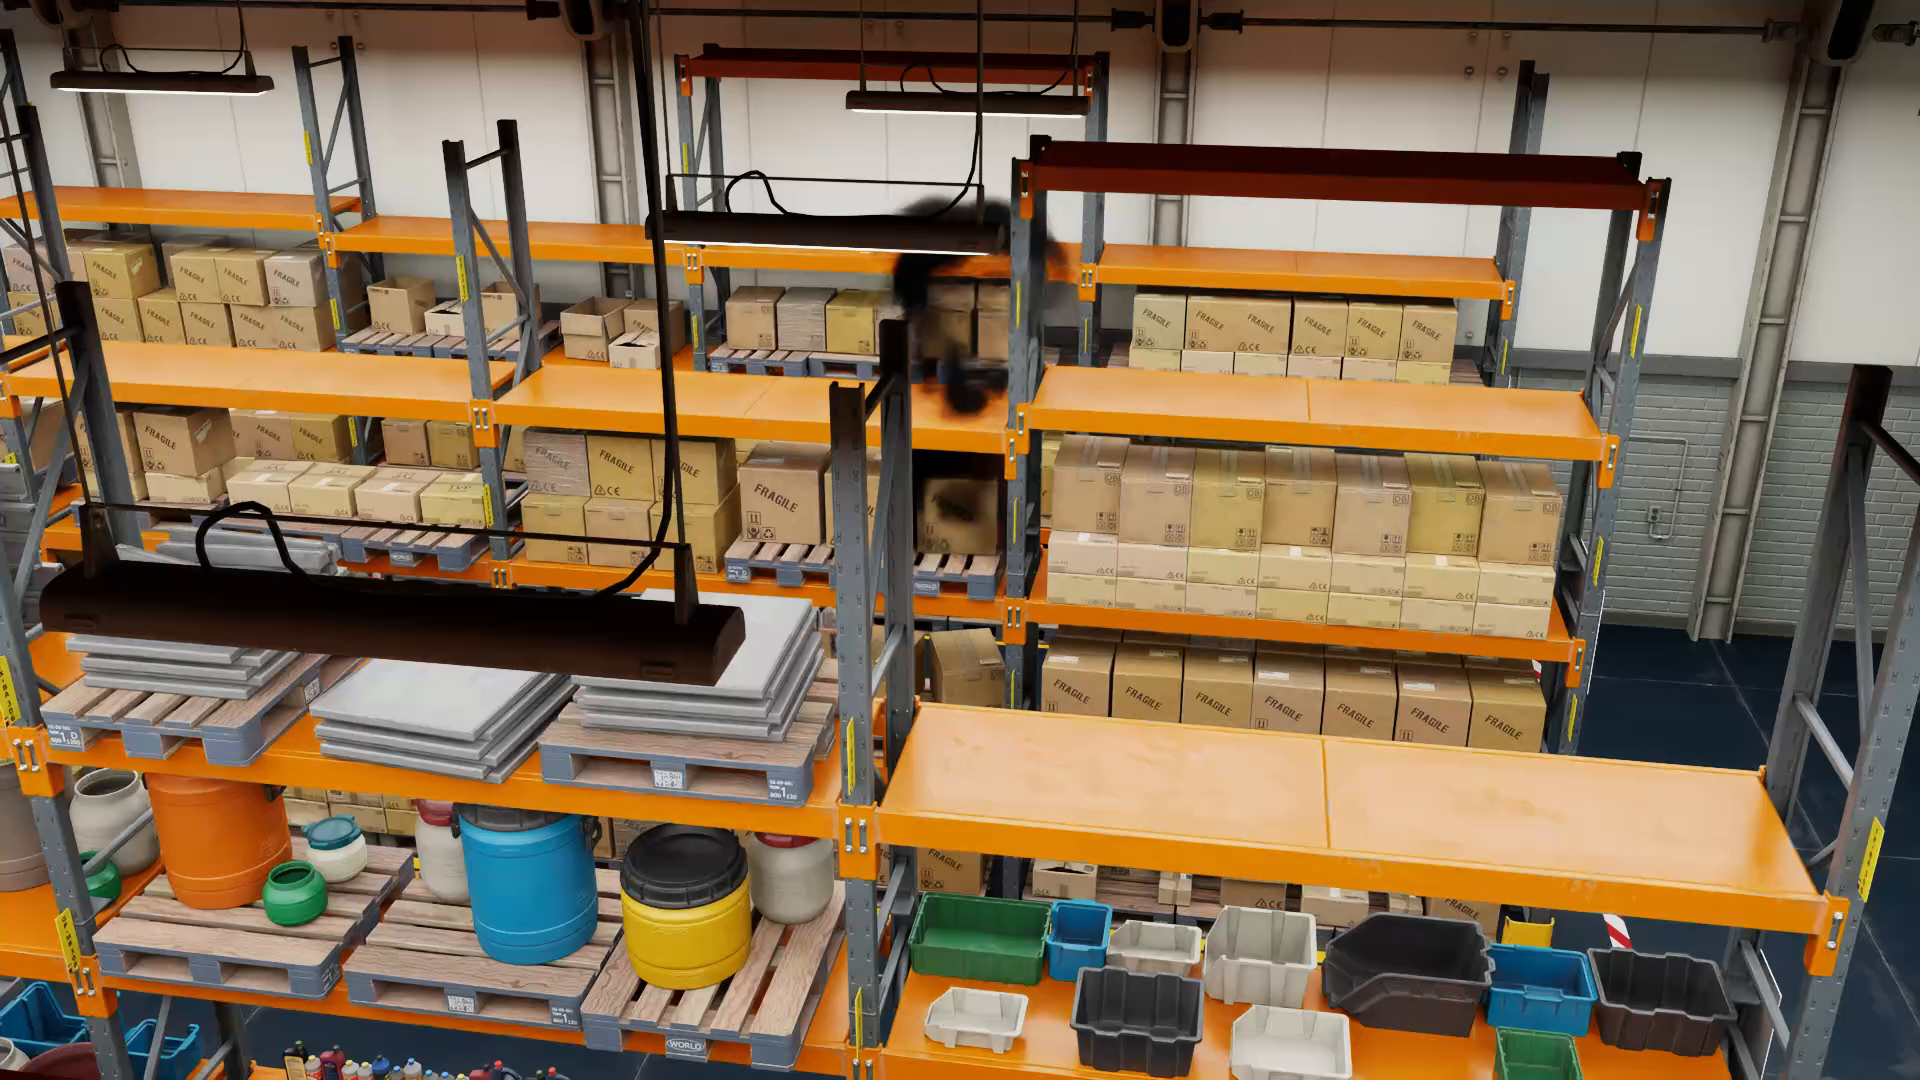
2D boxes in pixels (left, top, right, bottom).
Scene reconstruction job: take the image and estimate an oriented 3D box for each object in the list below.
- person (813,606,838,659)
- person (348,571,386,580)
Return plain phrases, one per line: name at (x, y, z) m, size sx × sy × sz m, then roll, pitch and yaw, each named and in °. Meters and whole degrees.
person at (-1.112, 0.984, 15.776) m, size 0.933 × 1.792 × 0.650 m, roll 0°, pitch 23°, yaw -1°
person at (-5.844, 0.596, 16.724) m, size 0.896 × 1.777 × 0.631 m, roll -1°, pitch 23°, yaw -2°
